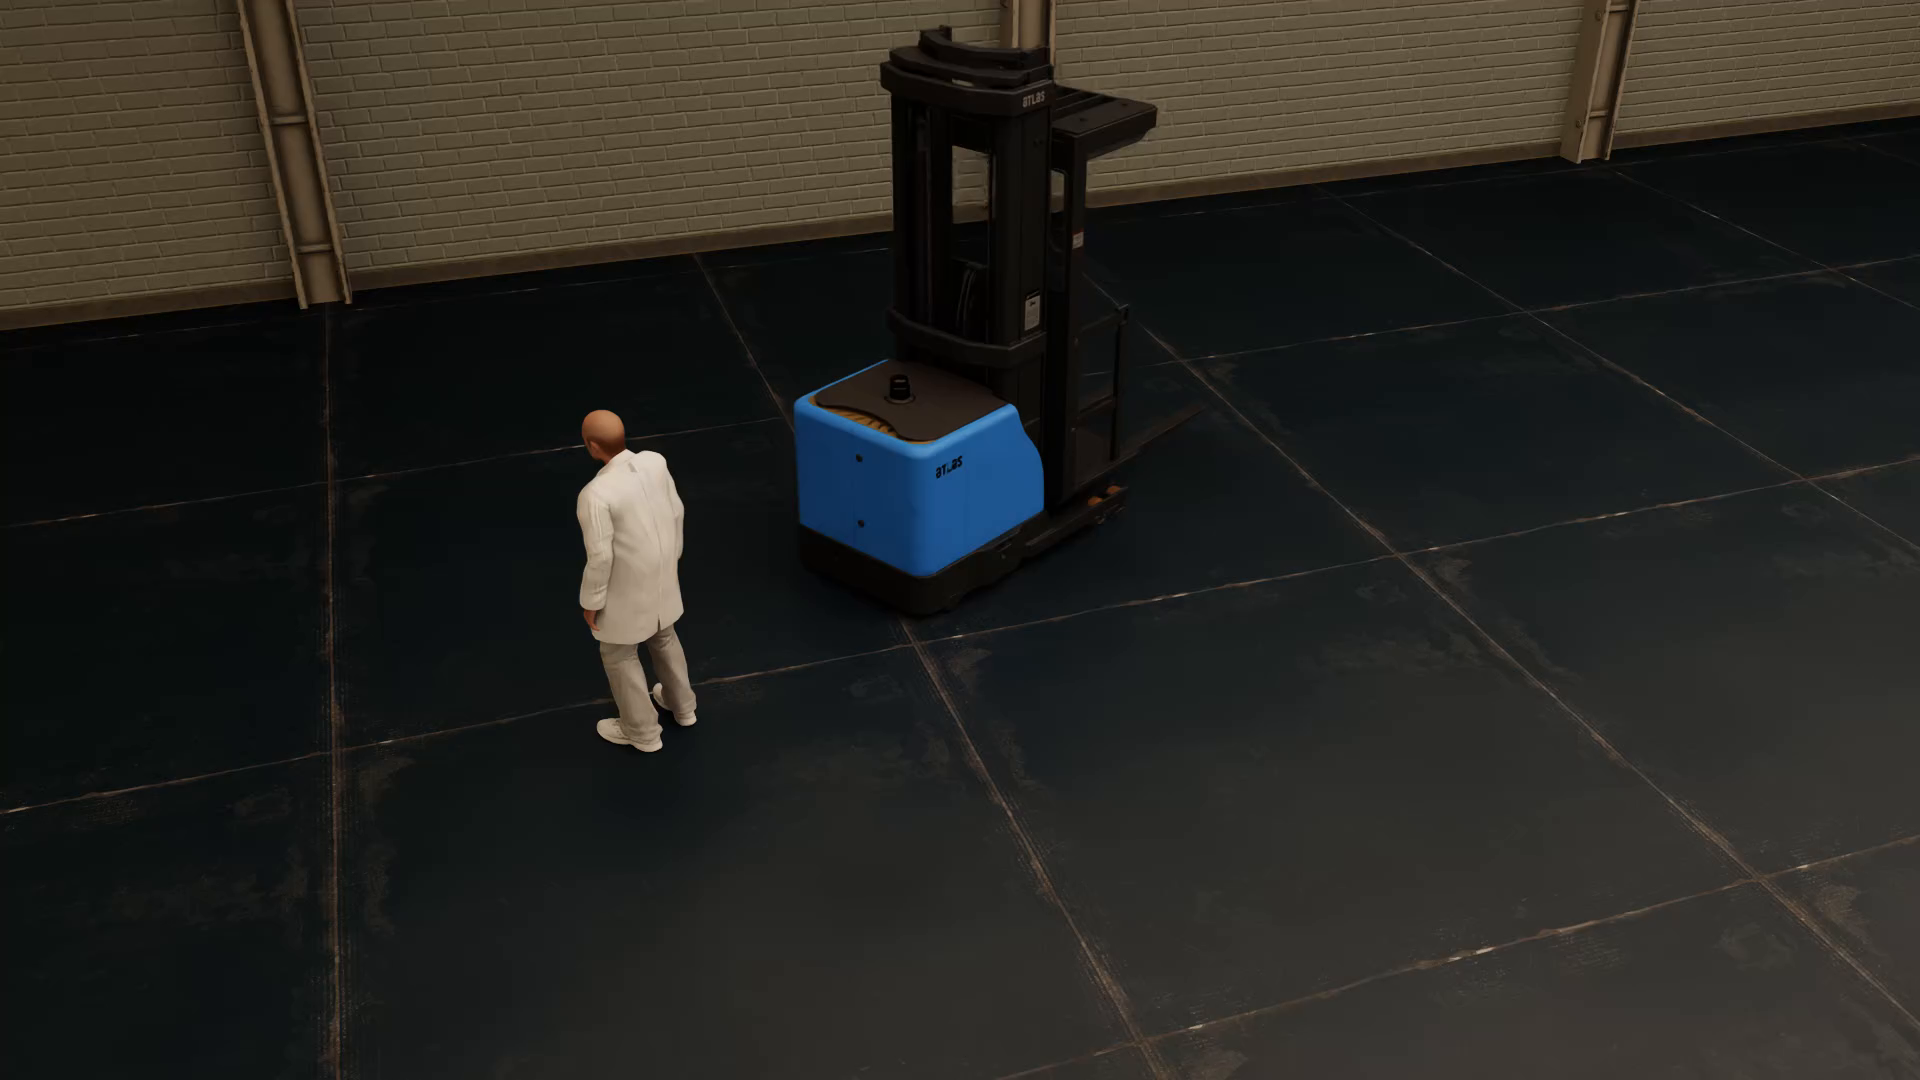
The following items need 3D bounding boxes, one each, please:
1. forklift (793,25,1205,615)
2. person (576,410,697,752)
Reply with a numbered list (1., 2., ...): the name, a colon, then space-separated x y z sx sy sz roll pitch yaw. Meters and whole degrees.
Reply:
1. forklift: 0.399 -1.515 9.719 1.130 2.935 3.031 23 37 35
2. person: -1.560 0.194 7.912 0.430 1.772 0.646 19 35 30
